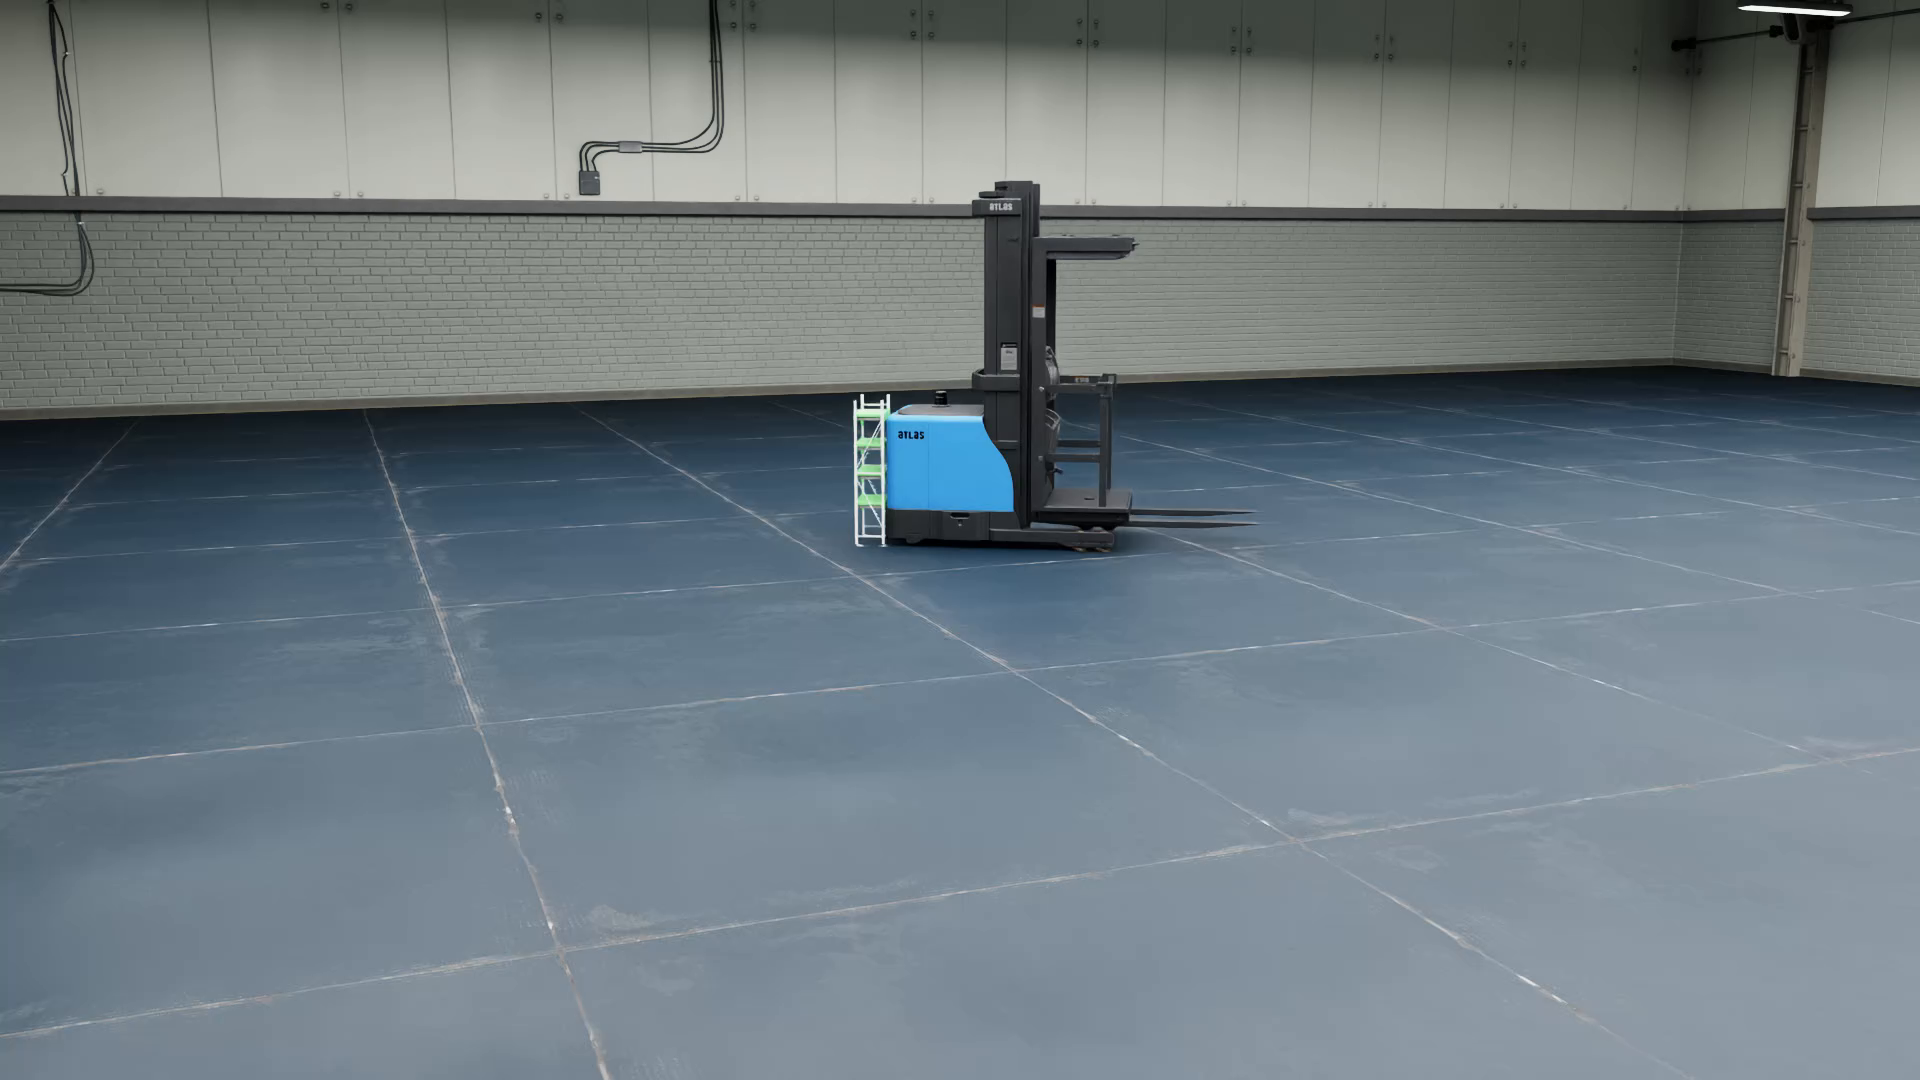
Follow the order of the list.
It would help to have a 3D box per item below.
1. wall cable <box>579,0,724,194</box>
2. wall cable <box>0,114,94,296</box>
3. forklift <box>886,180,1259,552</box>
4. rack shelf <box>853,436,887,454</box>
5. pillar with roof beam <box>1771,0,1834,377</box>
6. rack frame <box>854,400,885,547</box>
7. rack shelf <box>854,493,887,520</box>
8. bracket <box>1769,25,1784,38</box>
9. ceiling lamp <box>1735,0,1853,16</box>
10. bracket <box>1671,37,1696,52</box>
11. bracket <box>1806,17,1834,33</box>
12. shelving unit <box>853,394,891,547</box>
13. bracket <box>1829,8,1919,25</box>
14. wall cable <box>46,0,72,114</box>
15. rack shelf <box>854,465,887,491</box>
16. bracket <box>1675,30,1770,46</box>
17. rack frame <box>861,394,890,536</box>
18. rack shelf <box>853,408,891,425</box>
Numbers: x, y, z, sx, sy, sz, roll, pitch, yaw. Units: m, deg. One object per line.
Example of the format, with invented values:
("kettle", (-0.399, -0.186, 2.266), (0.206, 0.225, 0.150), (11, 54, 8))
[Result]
("wall cable", (-4.787, -8.365, 25.541), (2.305, 6.003, 0.169), (-4, 11, -21))
("wall cable", (-13.641, -4.562, 22.739), (3.097, 2.526, 0.112), (-4, 11, -21))
("forklift", (0.946, -1.446, 13.681), (3.031, 2.935, 1.130), (1, 10, 7))
("rack shelf", (-0.723, -0.755, 13.734), (0.258, 0.148, 0.480), (1, 10, 3))
("pillar with roof beam", (11.540, -7.252, 28.994), (9.100, 9.000, 0.548), (-4, 11, -21))
("rack frame", (-0.738, -0.539, 13.525), (0.240, 1.200, 0.015), (1, 10, 3))
("rack shelf", (-0.723, -0.283, 13.818), (0.258, 0.148, 0.480), (1, 10, 3))
("bracket", (15.072, -9.343, 30.469), (0.235, 0.232, 0.430), (-4, 11, -21))
("ceiling lamp", (12.330, -9.453, 24.703), (2.000, 3.185, 0.800), (-4, 11, -21))
("bracket", (14.213, -9.729, 32.644), (0.235, 0.232, 0.430), (-4, 11, -21))
("bracket", (15.372, -9.207, 29.707), (0.235, 0.232, 0.430), (-4, 11, -21))
("shelving unit", (-0.723, -0.582, 13.764), (0.258, 1.200, 0.503), (1, 10, 3))
("bracket", (16.306, -8.787, 27.343), (0.076, 0.066, 4.783), (-4, 11, -21))
("wall cable", (-11.120, -7.220, 23.261), (3.097, 2.526, 0.112), (-4, 11, -21))
("rack shelf", (-0.723, -0.519, 13.776), (0.258, 0.148, 0.480), (1, 10, 3))
("bracket", (14.427, -9.633, 32.102), (0.076, 0.066, 3.189), (-4, 11, -21))
("rack frame", (-0.708, -0.624, 14.004), (0.240, 1.200, 0.015), (1, 10, 3))
("rack shelf", (-0.723, -0.991, 13.692), (0.258, 0.148, 0.480), (1, 10, 3))
